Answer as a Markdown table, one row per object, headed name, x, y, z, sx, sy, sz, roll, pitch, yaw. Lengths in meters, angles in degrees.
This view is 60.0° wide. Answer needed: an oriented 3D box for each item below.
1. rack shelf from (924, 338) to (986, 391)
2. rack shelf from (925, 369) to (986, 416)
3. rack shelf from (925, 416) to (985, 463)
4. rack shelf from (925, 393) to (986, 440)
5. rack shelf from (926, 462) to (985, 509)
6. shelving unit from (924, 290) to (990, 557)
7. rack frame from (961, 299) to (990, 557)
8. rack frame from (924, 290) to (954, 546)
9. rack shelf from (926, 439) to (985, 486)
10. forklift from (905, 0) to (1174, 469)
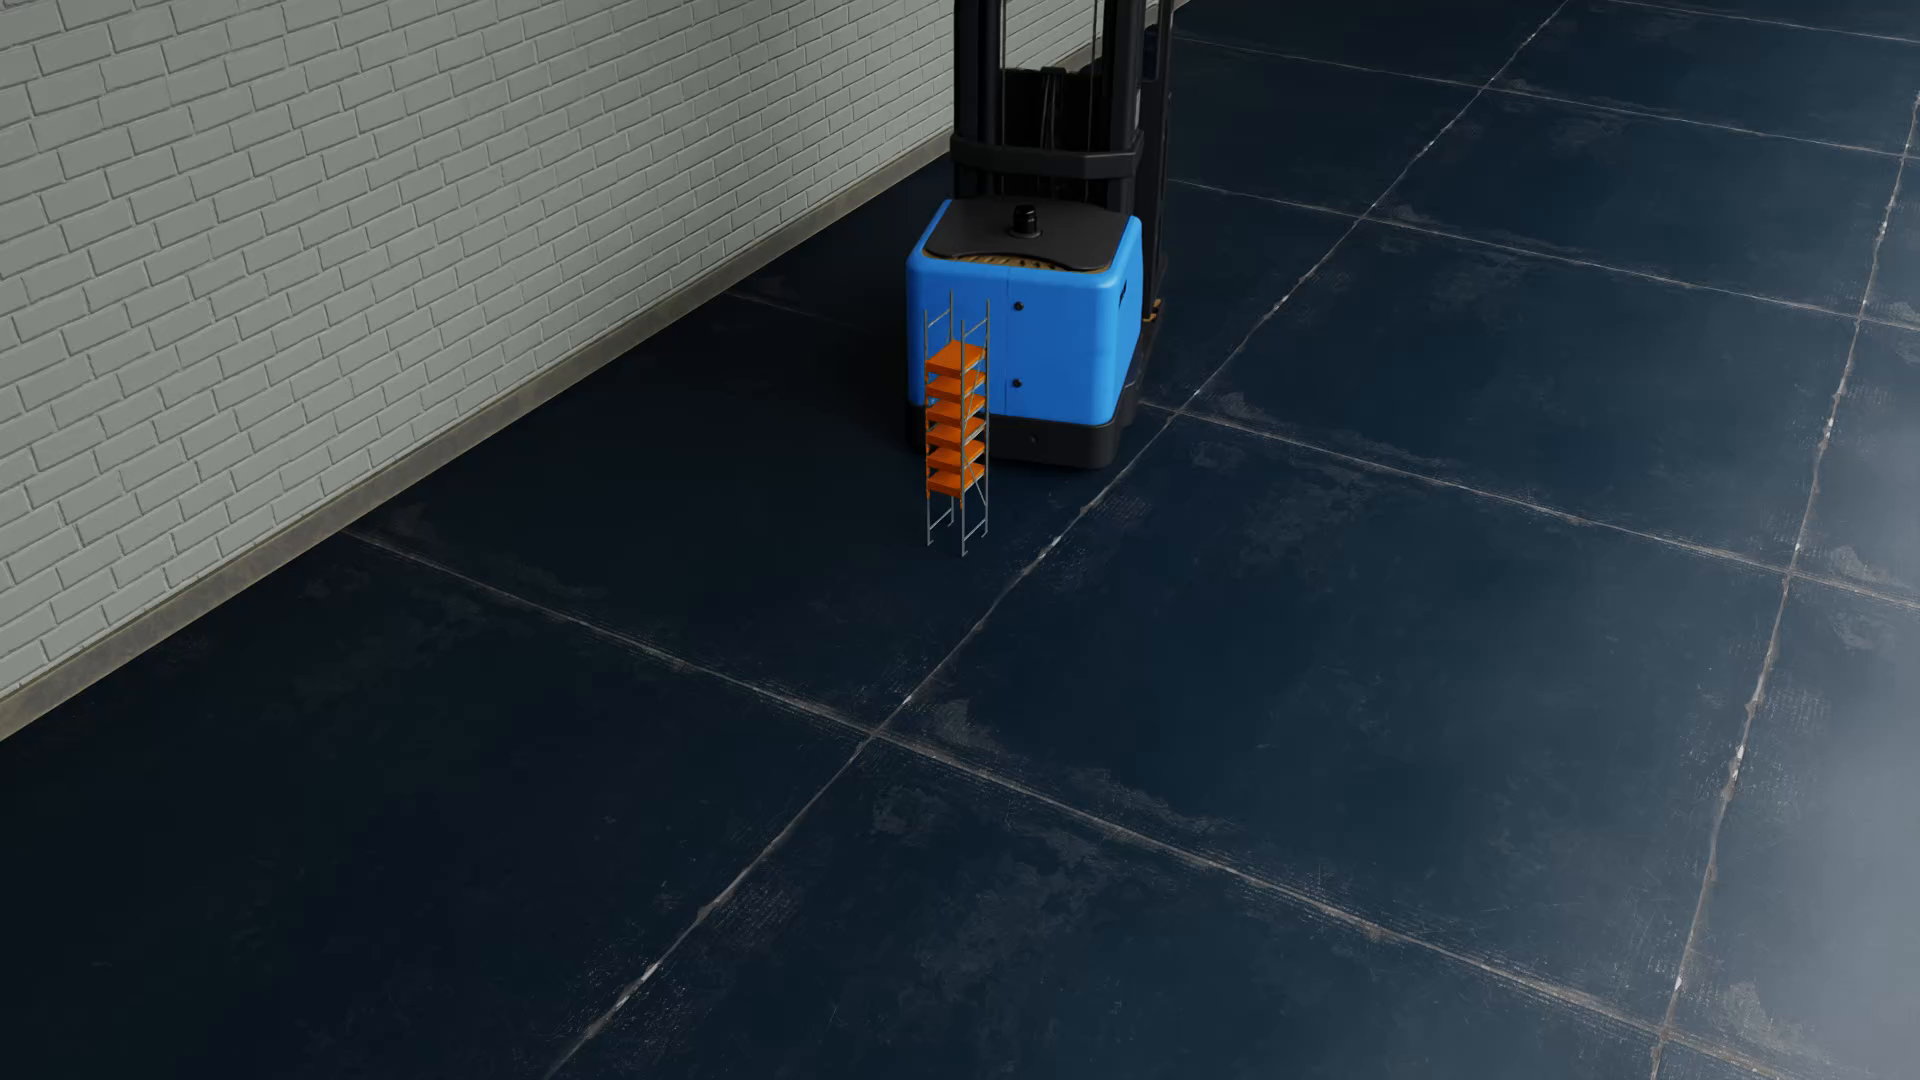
| name | x | y | z | sx | sy | sz | roll | pitch | yaw |
| --- | --- | --- | --- | --- | --- | --- | --- | --- | --- |
| rack shelf | -0.013 | -0.766 | 7.249 | 0.180 | 0.103 | 0.258 | 18 | 37 | 24 |
| rack shelf | -0.013 | -0.666 | 7.315 | 0.180 | 0.103 | 0.258 | 18 | 37 | 24 |
| rack shelf | -0.013 | -0.466 | 7.448 | 0.180 | 0.103 | 0.258 | 18 | 37 | 24 |
| rack shelf | -0.013 | -0.566 | 7.382 | 0.180 | 0.103 | 0.258 | 18 | 37 | 24 |
| rack shelf | -0.013 | -0.267 | 7.581 | 0.180 | 0.103 | 0.258 | 18 | 37 | 24 |
| shelving unit | -0.013 | -0.503 | 7.423 | 0.189 | 1.200 | 0.258 | 18 | 37 | 24 |
| rack frame | 0.067 | -0.478 | 7.386 | 0.006 | 1.200 | 0.240 | 18 | 37 | 24 |
| rack frame | -0.092 | -0.529 | 7.461 | 0.006 | 1.200 | 0.240 | 18 | 37 | 24 |
| rack shelf | -0.013 | -0.367 | 7.515 | 0.180 | 0.103 | 0.258 | 18 | 37 | 24 |
| forklift | 0.565 | -2.378 | 8.676 | 1.130 | 2.935 | 3.031 | 7 | 34 | 11 |
